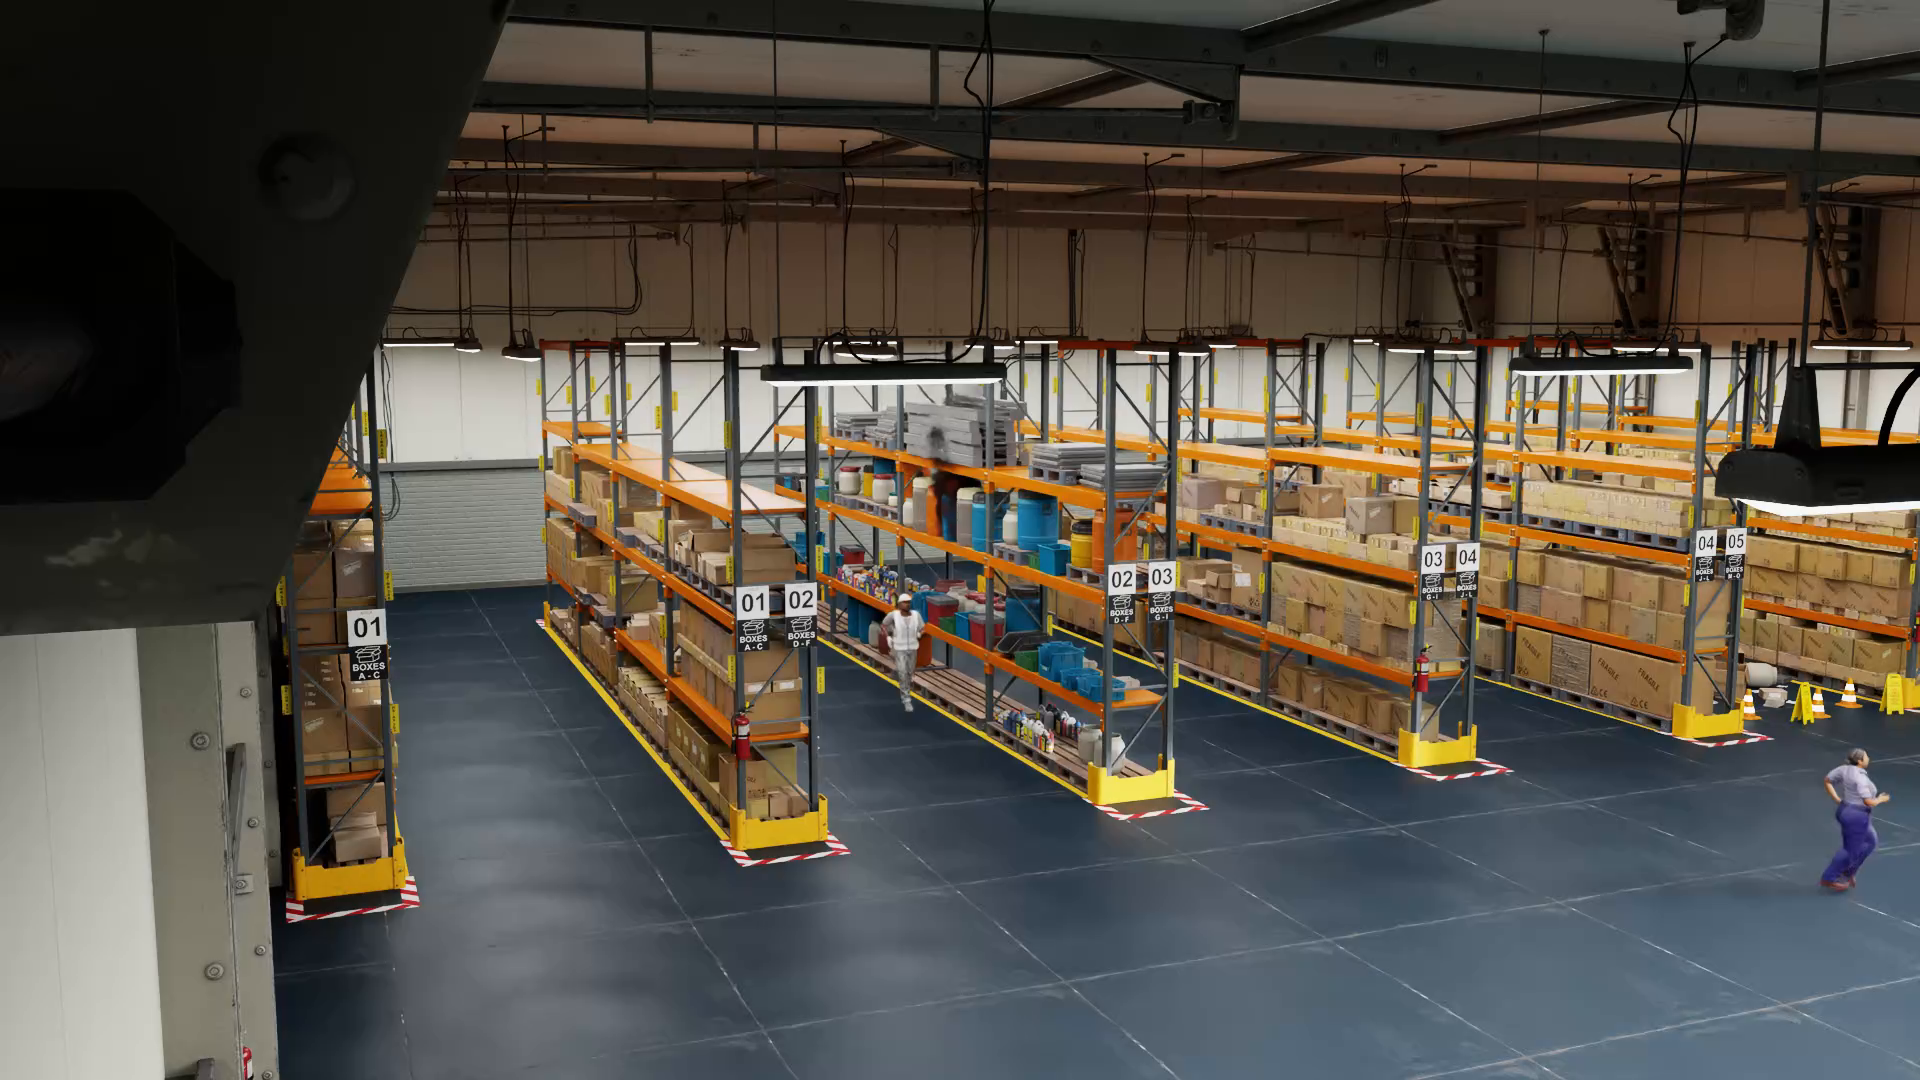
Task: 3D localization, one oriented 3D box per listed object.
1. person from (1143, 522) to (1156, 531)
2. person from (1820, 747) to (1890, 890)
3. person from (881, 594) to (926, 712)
[{"bbox_3d":[4.623,0.194,40.901,0.822,1.657,0.660,-5,9,-33],"label":"person"},{"bbox_3d":[9.982,3.129,18.546,0.688,1.654,0.578,1,8,9],"label":"person"},{"bbox_3d":[-0.857,1.752,26.196,0.677,1.834,0.814,-3,8,-20],"label":"person"}]
